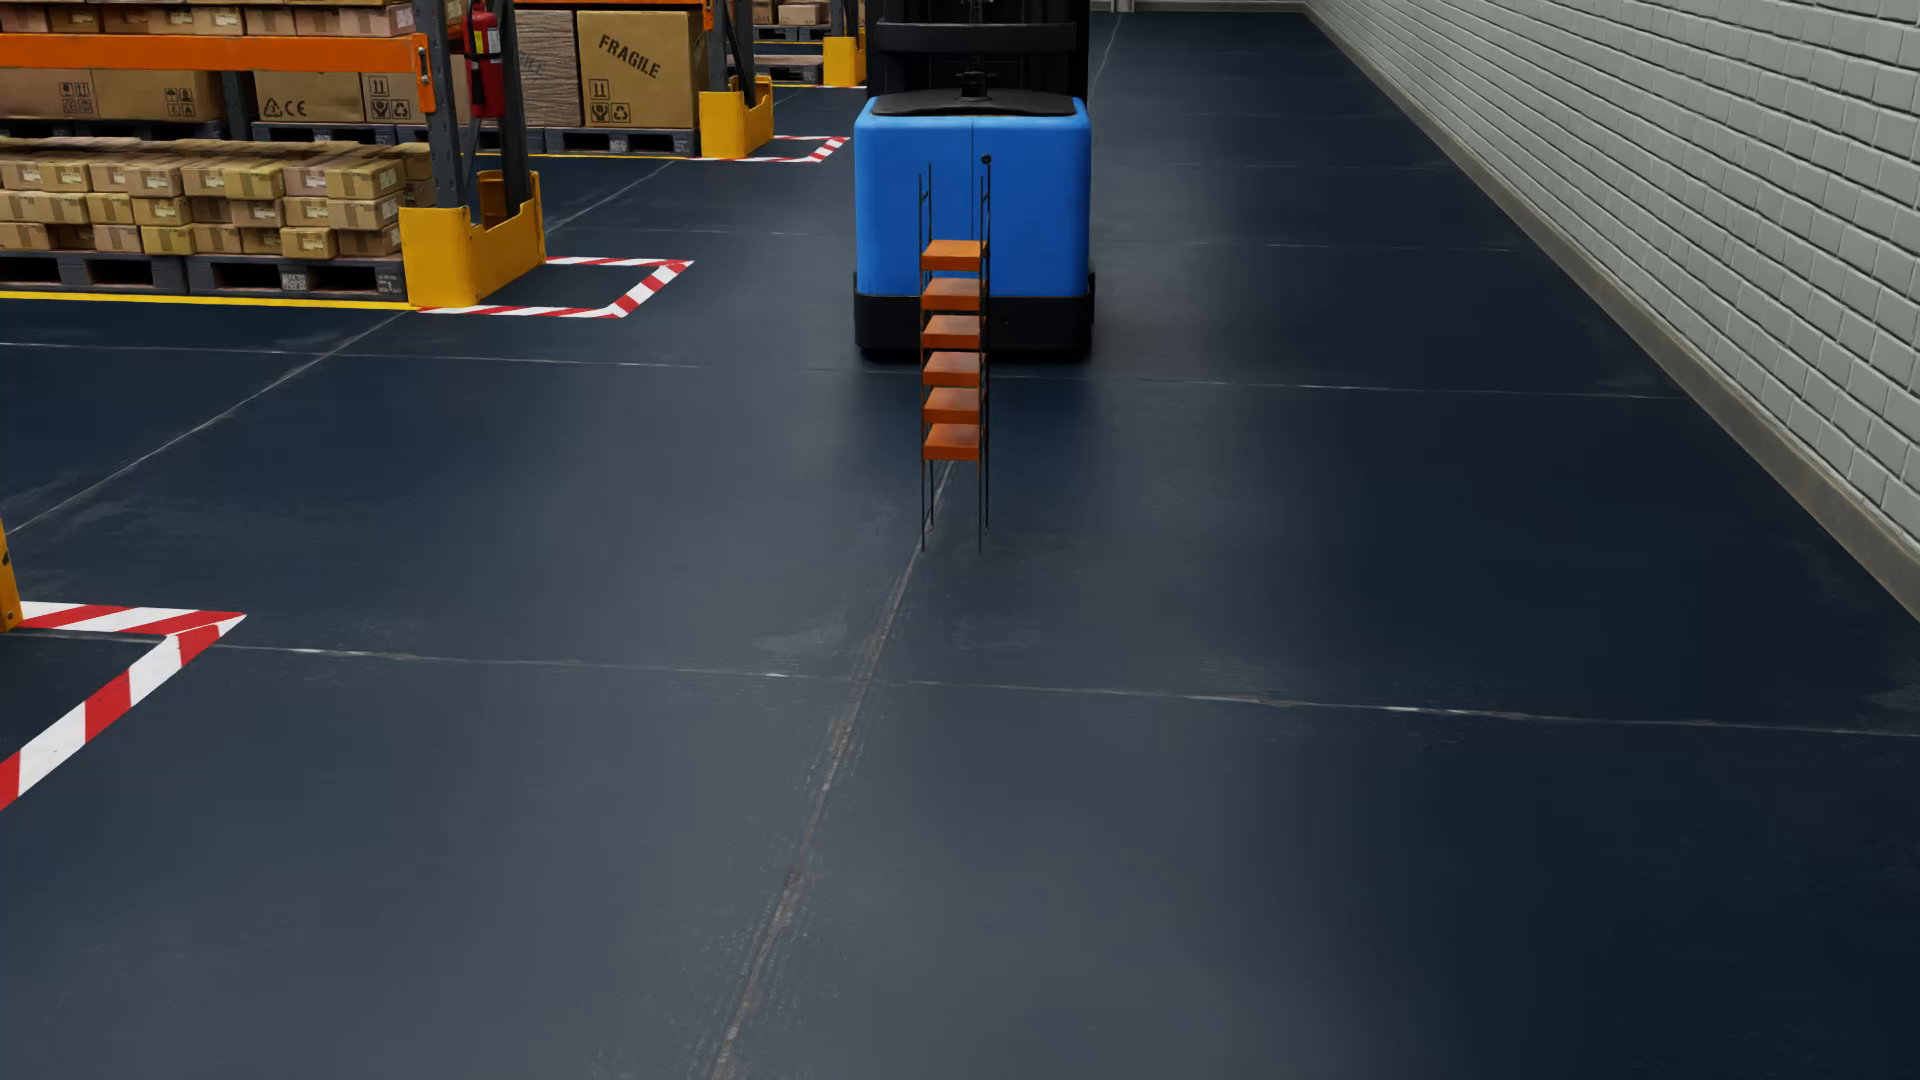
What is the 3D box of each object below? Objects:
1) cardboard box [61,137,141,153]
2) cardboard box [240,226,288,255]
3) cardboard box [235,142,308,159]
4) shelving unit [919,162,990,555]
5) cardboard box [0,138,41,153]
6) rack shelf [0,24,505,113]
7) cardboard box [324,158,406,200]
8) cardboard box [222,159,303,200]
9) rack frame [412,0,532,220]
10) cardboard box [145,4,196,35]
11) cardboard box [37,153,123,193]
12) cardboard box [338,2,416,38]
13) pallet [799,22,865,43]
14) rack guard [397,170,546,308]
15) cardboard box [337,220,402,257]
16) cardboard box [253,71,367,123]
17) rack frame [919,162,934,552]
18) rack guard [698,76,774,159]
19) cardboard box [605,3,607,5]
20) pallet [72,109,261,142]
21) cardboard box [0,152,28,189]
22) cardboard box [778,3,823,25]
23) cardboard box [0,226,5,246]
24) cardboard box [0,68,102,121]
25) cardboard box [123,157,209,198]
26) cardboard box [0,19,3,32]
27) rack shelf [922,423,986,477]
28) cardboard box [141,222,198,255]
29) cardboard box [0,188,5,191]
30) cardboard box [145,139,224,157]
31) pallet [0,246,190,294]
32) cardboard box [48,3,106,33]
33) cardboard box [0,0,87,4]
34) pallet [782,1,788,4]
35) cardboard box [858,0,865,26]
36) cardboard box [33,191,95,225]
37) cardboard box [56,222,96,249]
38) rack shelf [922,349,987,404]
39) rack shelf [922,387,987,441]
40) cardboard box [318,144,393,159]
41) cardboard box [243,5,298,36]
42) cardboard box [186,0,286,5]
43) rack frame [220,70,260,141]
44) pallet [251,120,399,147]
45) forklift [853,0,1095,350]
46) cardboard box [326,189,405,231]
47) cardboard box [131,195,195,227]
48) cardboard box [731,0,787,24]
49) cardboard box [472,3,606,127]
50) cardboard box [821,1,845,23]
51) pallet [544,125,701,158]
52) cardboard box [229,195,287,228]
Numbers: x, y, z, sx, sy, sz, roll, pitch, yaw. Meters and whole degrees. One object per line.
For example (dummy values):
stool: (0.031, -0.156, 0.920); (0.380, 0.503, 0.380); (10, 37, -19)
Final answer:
cardboard box: (-4.786, -2.151, 9.298); (0.250, 0.149, 0.380); (2, 22, 4)
cardboard box: (-3.569, -1.615, 8.751); (0.250, 0.149, 0.380); (2, 22, 6)
cardboard box: (-3.761, -2.081, 9.120); (0.250, 0.149, 0.380); (1, 22, 4)
shelving unit: (-0.014, -0.559, 5.221); (0.189, 1.200, 0.258); (2, 22, 6)
cardboard box: (-5.335, -2.136, 9.260); (0.250, 0.149, 0.380); (3, 22, 8)
rack shelf: (-4.488, -2.534, 8.747); (4.000, 0.370, 1.077); (2, 22, 6)
cardboard box: (-3.057, -1.858, 8.558); (0.250, 0.149, 0.380); (3, 22, 7)
cardboard box: (-3.572, -1.855, 8.549); (0.250, 0.149, 0.380); (2, 22, 5)
rack frame: (-2.502, -2.782, 8.396); (0.127, 3.000, 1.000); (2, 22, 6)
cardboard box: (-3.867, -2.630, 8.355); (0.250, 0.149, 0.380); (2, 22, 4)
cardboard box: (-4.607, -1.933, 8.748); (0.250, 0.149, 0.380); (3, 22, 7)
cardboard box: (-2.859, -2.576, 8.217); (0.250, 0.149, 0.380); (3, 22, 6)
pallet: (-1.515, -6.945, 22.721); (1.213, 0.211, 1.003); (2, 22, 6)
rack guard: (-2.577, -1.623, 8.864); (0.348, 0.500, 1.175); (2, 22, 6)
cardboard box: (-3.049, -1.598, 8.708); (0.250, 0.149, 0.380); (3, 22, 7)
cardboard box: (-5.144, -3.911, 13.571); (0.875, 0.875, 0.875); (2, 22, 6)
rack frame: (-0.105, -0.563, 5.231); (0.006, 1.200, 0.240); (2, 22, 6)
rack guard: (-1.794, -3.425, 13.422); (0.348, 0.500, 1.175); (2, 22, 6)
cardboard box: (-5.144, -7.337, 22.719); (0.500, 0.500, 0.500); (2, 22, 6)
pallet: (-6.565, -3.470, 13.931); (1.213, 0.211, 1.003); (2, 22, 6)
cardboard box: (-5.128, -1.940, 8.765); (0.250, 0.149, 0.380); (3, 22, 7)
cardboard box: (-2.157, -7.116, 22.502); (0.500, 0.250, 0.500); (2, 22, 6)
cardboard box: (-5.104, -1.696, 8.957); (0.250, 0.149, 0.380); (2, 22, 4)
cardboard box: (-7.315, -4.027, 13.865); (0.875, 0.875, 1.225); (2, 22, 4)
cardboard box: (-4.095, -1.881, 8.614); (0.250, 0.149, 0.380); (3, 22, 8)
cardboard box: (-4.918, -2.667, 8.448); (0.250, 0.149, 0.380); (3, 22, 9)
rack shelf: (-0.014, -0.294, 5.325); (0.180, 0.103, 0.258); (2, 22, 6)
cardboard box: (-4.076, -1.609, 8.736); (0.250, 0.149, 0.380); (2, 22, 4)
cardboard box: (-5.106, -1.821, 8.869); (0.250, 0.149, 0.380); (4, 22, 9)
cardboard box: (-4.291, -2.124, 9.230); (0.250, 0.149, 0.380); (3, 22, 7)
pallet: (-4.588, -1.590, 9.174); (1.213, 0.211, 1.003); (2, 22, 6)
cardboard box: (-4.393, -2.669, 8.453); (0.250, 0.149, 0.380); (3, 22, 7)
cardboard box: (-4.488, -2.960, 8.306); (0.500, 0.500, 0.500); (4, 22, 9)
pallet: (-3.295, -8.828, 27.484); (1.213, 0.211, 1.003); (2, 22, 6)
cardboard box: (-1.217, -7.181, 22.324); (0.500, 0.500, 0.500); (2, 22, 6)
cardboard box: (-4.621, -1.767, 8.732); (0.250, 0.149, 0.380); (3, 22, 7)
cardboard box: (-4.587, -1.666, 8.882); (0.250, 0.149, 0.380); (3, 22, 8)
rack shelf: (-0.014, -0.517, 5.237); (0.180, 0.103, 0.258); (2, 22, 6)
rack shelf: (-0.014, -0.406, 5.281); (0.180, 0.103, 0.258); (2, 22, 6)
cardboard box: (-3.270, -2.043, 9.024); (0.250, 0.149, 0.380); (3, 22, 7)
cardboard box: (-3.352, -2.606, 8.292); (0.250, 0.149, 0.380); (2, 22, 6)
cardboard box: (-3.489, -2.916, 8.196); (0.500, 0.500, 0.500); (2, 22, 5)
rack frame: (-5.790, -4.761, 13.403); (0.127, 3.000, 1.000); (2, 22, 6)
pallet: (-5.044, -3.403, 13.760); (1.213, 0.211, 1.003); (2, 22, 6)
forklift: (0.090, -2.697, 8.276); (1.130, 2.935, 3.031); (1, 22, 1)
cardboard box: (-3.059, -1.708, 8.583); (0.250, 0.149, 0.380); (2, 22, 5)
cardboard box: (-4.092, -1.748, 8.683); (0.250, 0.149, 0.380); (3, 22, 7)
cardboard box: (-2.754, -7.342, 22.729); (0.637, 0.503, 0.797); (2, 22, 6)
cardboard box: (-3.366, -3.833, 13.375); (0.875, 0.875, 0.875); (2, 22, 6)
cardboard box: (-1.651, -7.280, 22.914); (0.500, 0.250, 0.500); (2, 22, 6)
pallet: (-2.621, -3.297, 13.493); (1.213, 0.211, 1.003); (2, 22, 6)
cardboard box: (-3.576, -1.730, 8.638); (0.250, 0.149, 0.380); (2, 22, 4)
